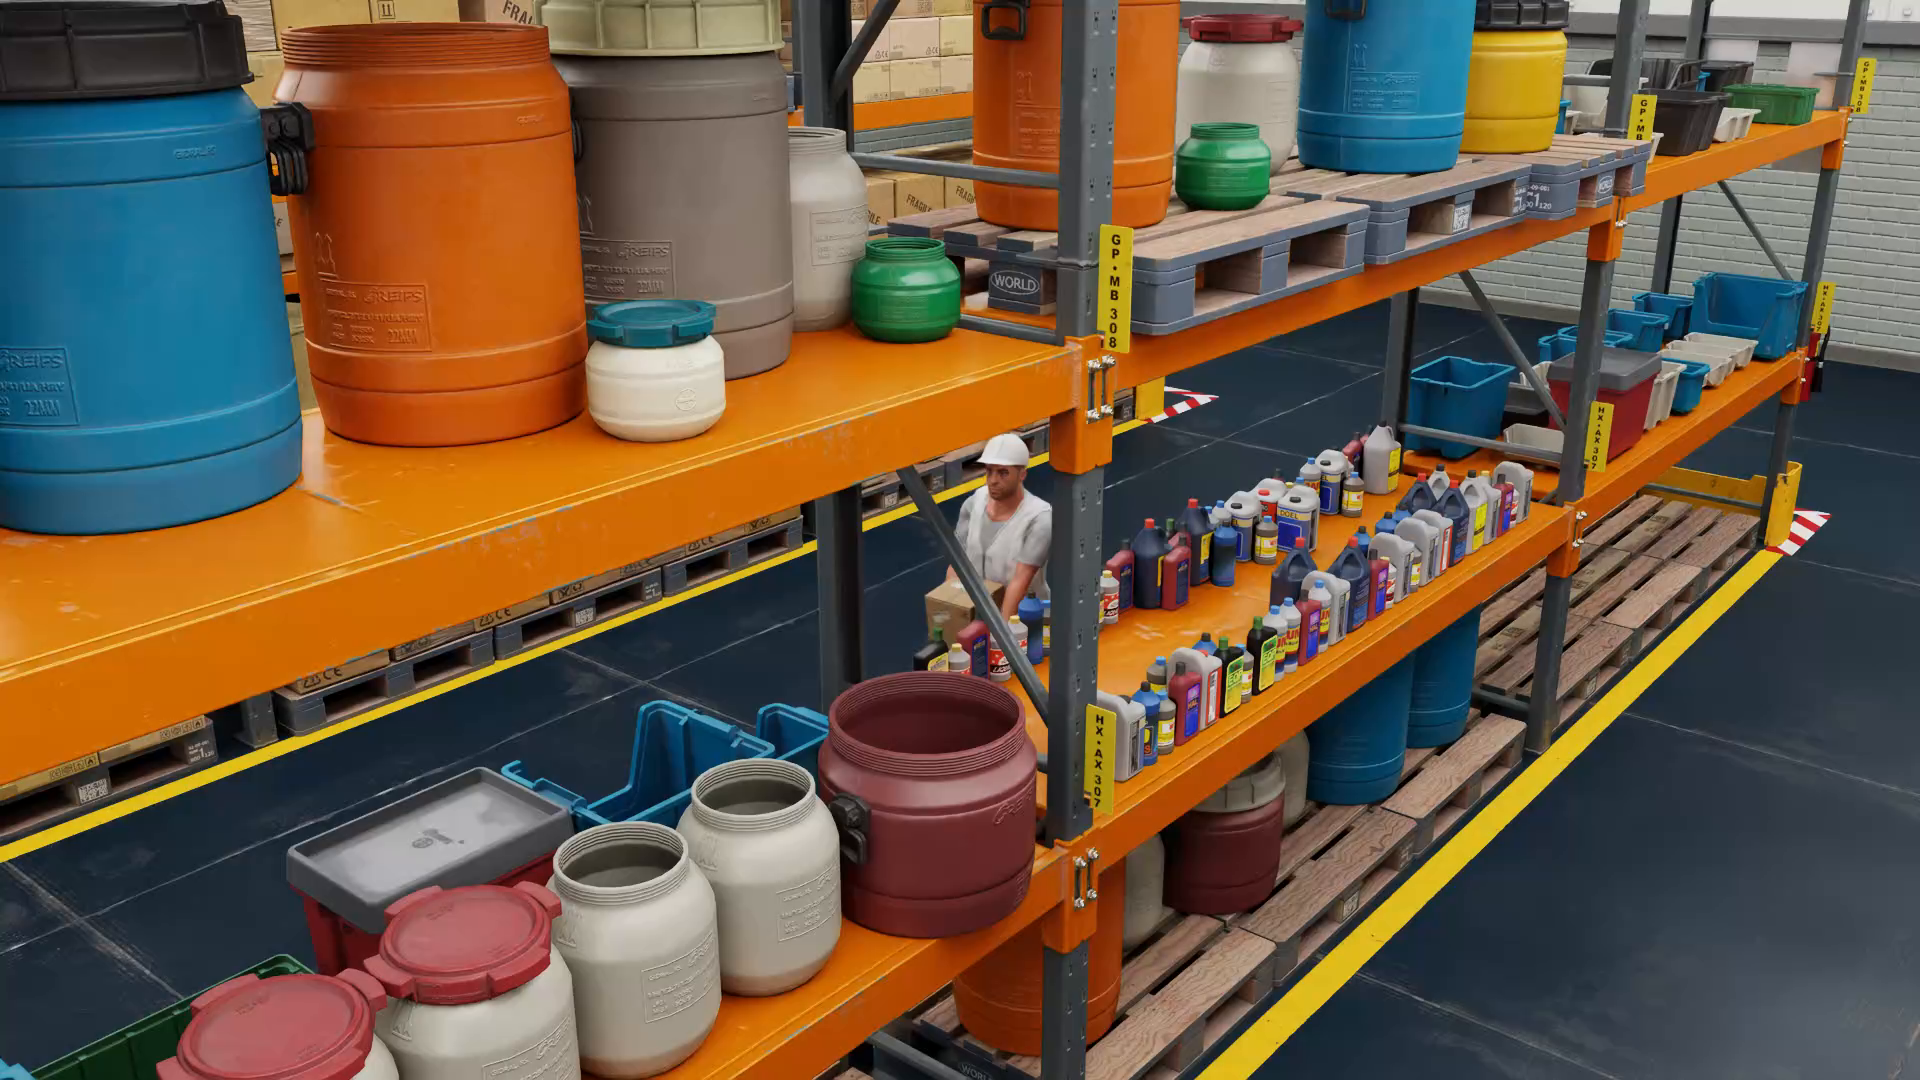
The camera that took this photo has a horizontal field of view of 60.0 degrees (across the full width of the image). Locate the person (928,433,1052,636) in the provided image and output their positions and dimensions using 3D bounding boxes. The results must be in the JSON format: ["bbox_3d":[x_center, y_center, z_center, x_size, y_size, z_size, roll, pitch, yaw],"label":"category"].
[{"bbox_3d":[0.154,0.397,7.450,0.495,1.784,0.560,15,25,36],"label":"person"}]
